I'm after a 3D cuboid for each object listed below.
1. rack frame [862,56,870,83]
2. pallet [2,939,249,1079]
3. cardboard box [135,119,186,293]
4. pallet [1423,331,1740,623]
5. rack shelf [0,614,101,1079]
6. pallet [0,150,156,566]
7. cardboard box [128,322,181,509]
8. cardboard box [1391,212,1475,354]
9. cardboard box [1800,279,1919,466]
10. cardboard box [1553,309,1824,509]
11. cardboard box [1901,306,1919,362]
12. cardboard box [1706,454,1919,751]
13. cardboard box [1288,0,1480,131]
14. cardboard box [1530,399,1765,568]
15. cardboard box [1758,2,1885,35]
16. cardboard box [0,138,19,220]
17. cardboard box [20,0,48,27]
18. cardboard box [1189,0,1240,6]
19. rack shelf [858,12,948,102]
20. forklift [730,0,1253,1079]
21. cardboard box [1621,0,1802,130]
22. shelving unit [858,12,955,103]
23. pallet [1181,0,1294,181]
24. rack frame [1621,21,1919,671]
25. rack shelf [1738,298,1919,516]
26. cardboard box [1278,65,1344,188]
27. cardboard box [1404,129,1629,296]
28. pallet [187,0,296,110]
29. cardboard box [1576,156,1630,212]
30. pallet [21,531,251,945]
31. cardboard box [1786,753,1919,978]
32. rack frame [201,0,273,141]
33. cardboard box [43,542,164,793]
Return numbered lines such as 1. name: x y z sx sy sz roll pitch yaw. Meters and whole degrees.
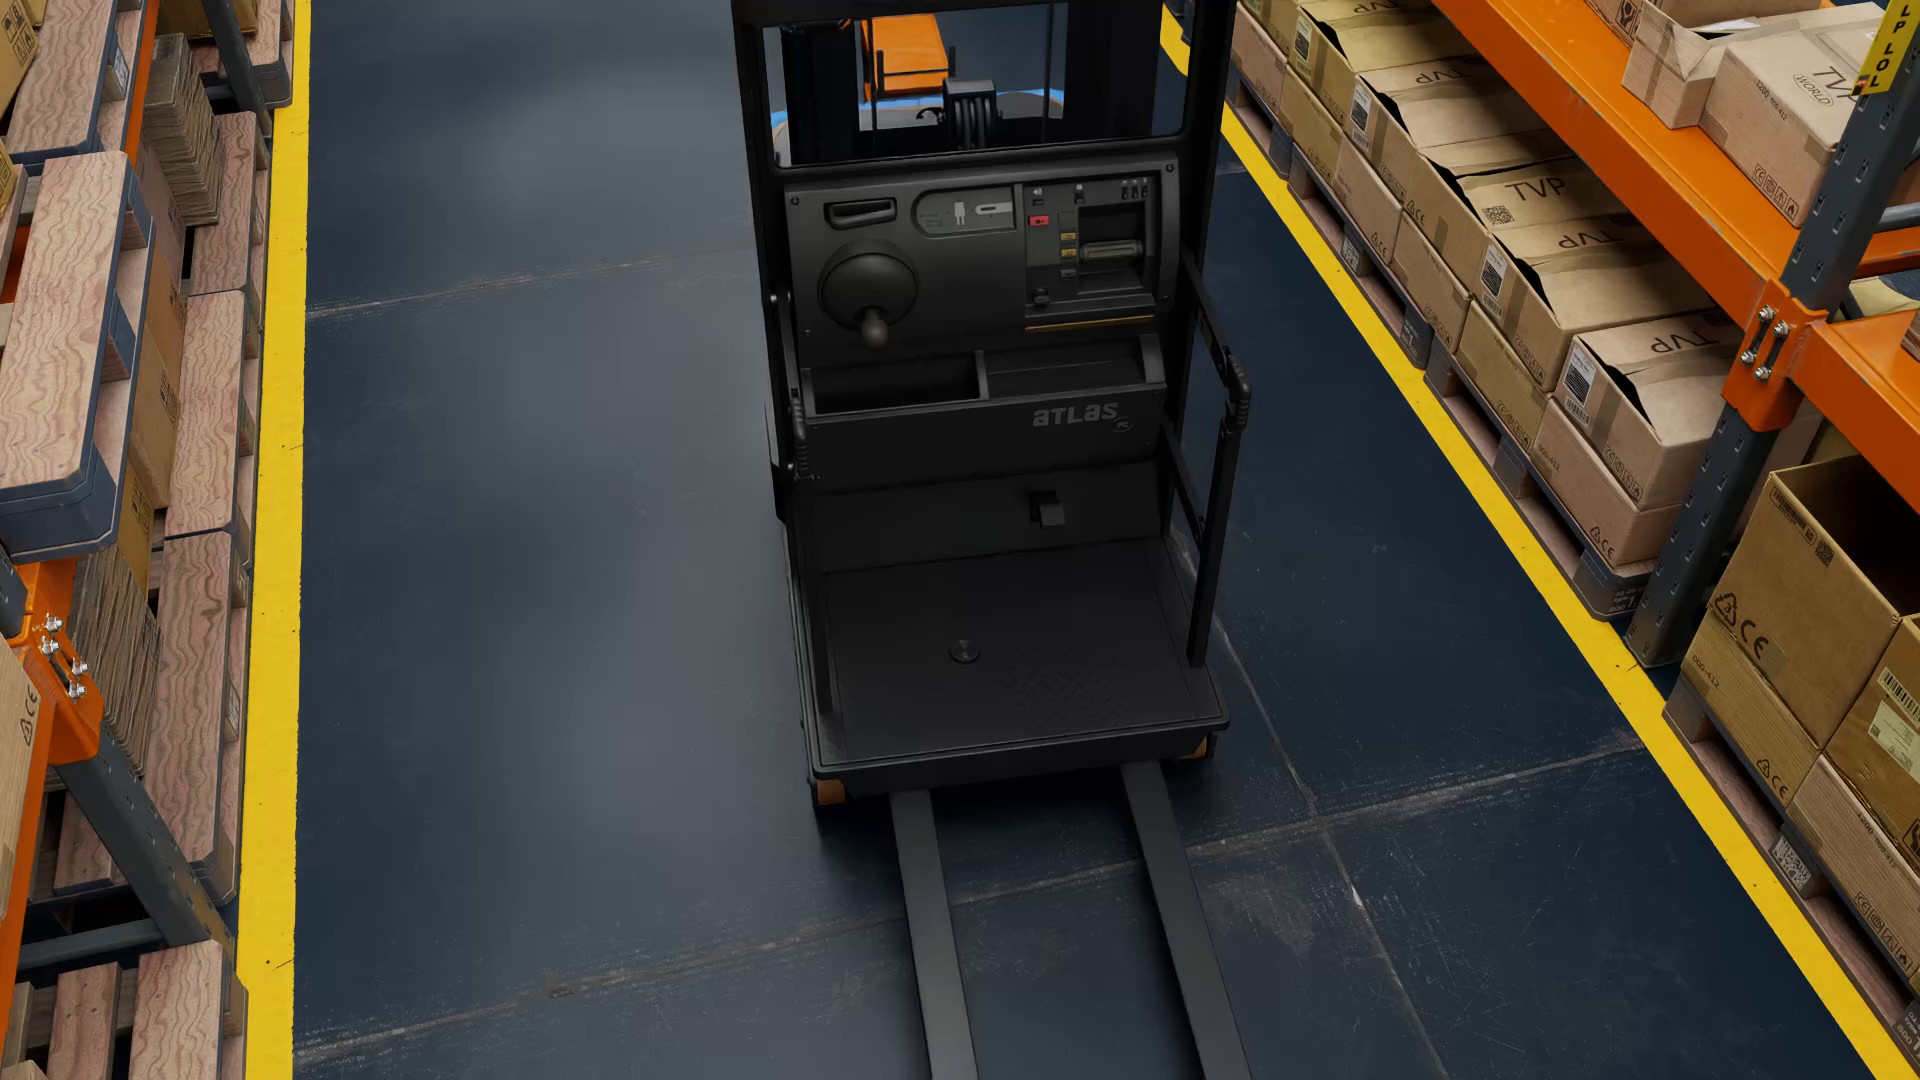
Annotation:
1. rack frame: -0.208 -1.412 5.794 0.240 1.200 0.015 -6 46 -6
2. pallet: -2.110 1.542 3.591 1.003 0.211 1.213 -11 47 -10
3. cardboard box: -3.086 -1.068 5.638 0.700 0.500 0.500 -11 47 -10
4. pallet: 2.245 -0.325 5.421 1.003 0.211 1.213 -11 47 -10
5. rack shelf: -1.804 1.741 1.947 1.077 0.370 4.000 -11 47 -10
6. pallet: -2.371 -0.379 3.655 1.003 0.211 1.213 -11 47 -10
7. cardboard box: -2.793 -0.383 4.967 0.700 0.500 0.500 -10 46 -10
8. cardboard box: 1.826 -0.920 5.683 0.500 0.250 0.500 -10 46 -9
9. cardboard box: 2.606 -0.511 4.890 0.500 0.311 0.500 -11 47 -10
10. cardboard box: 2.091 -0.408 4.788 0.500 0.311 0.500 -11 47 -10
11. cardboard box: 2.591 -0.529 3.599 0.700 0.500 0.500 -12 47 -11
12. cardboard box: 2.287 0.131 4.128 0.500 0.500 0.500 -11 47 -10
13. cardboard box: 1.569 -1.813 6.165 0.500 0.311 0.500 -12 47 -11
14. cardboard box: 2.085 -0.218 4.994 0.500 0.250 0.500 -11 47 -11
15. cardboard box: 2.442 -1.361 4.659 0.380 0.149 0.250 -11 47 -10
16. cardboard box: -2.550 -0.825 3.580 0.700 0.500 0.500 -6 46 -6
17. cardboard box: -2.870 -1.663 4.402 0.700 0.500 0.500 -11 47 -10
18. cardboard box: 1.298 -2.331 7.065 0.500 0.250 0.500 -11 47 -10
19. rack shelf: -0.172 -1.518 5.345 0.258 0.148 0.480 -6 46 -6
20. forklift: 0.095 -0.585 3.771 1.130 2.935 3.031 -6 46 -6
21. cardboard box: 2.069 -1.326 4.543 0.396 0.266 0.258 -12 47 -11
22. shelving unit: -0.171 -1.241 5.624 0.258 1.200 0.503 -6 46 -6
23. pallet: 1.620 -2.010 7.072 1.003 0.211 1.213 -11 47 -10
24. rack frame: 2.471 -0.800 3.933 1.000 3.000 0.127 -11 47 -10
25. rack shelf: 2.983 0.833 2.837 1.077 0.370 4.000 -11 47 -10
26. cardboard box: 1.566 -1.626 6.374 0.500 0.250 0.500 -12 47 -11
27. cardboard box: 1.826 -1.111 5.477 0.500 0.311 0.500 -11 47 -10
28. pallet: -3.469 -2.235 7.293 1.003 0.211 1.213 -11 47 -10
29. cardboard box: 2.350 -1.215 5.579 0.500 0.311 0.500 -12 47 -12
30. pallet: -2.517 0.547 4.566 1.003 0.211 1.213 -11 47 -10
31. cardboard box: 2.420 0.737 4.058 0.500 0.250 0.500 -11 47 -10
32. rack frame: -3.340 -2.653 5.750 1.000 3.000 0.127 -11 47 -10
33. cardboard box: -2.521 0.324 4.274 0.700 0.500 0.500 -9 46 -9
